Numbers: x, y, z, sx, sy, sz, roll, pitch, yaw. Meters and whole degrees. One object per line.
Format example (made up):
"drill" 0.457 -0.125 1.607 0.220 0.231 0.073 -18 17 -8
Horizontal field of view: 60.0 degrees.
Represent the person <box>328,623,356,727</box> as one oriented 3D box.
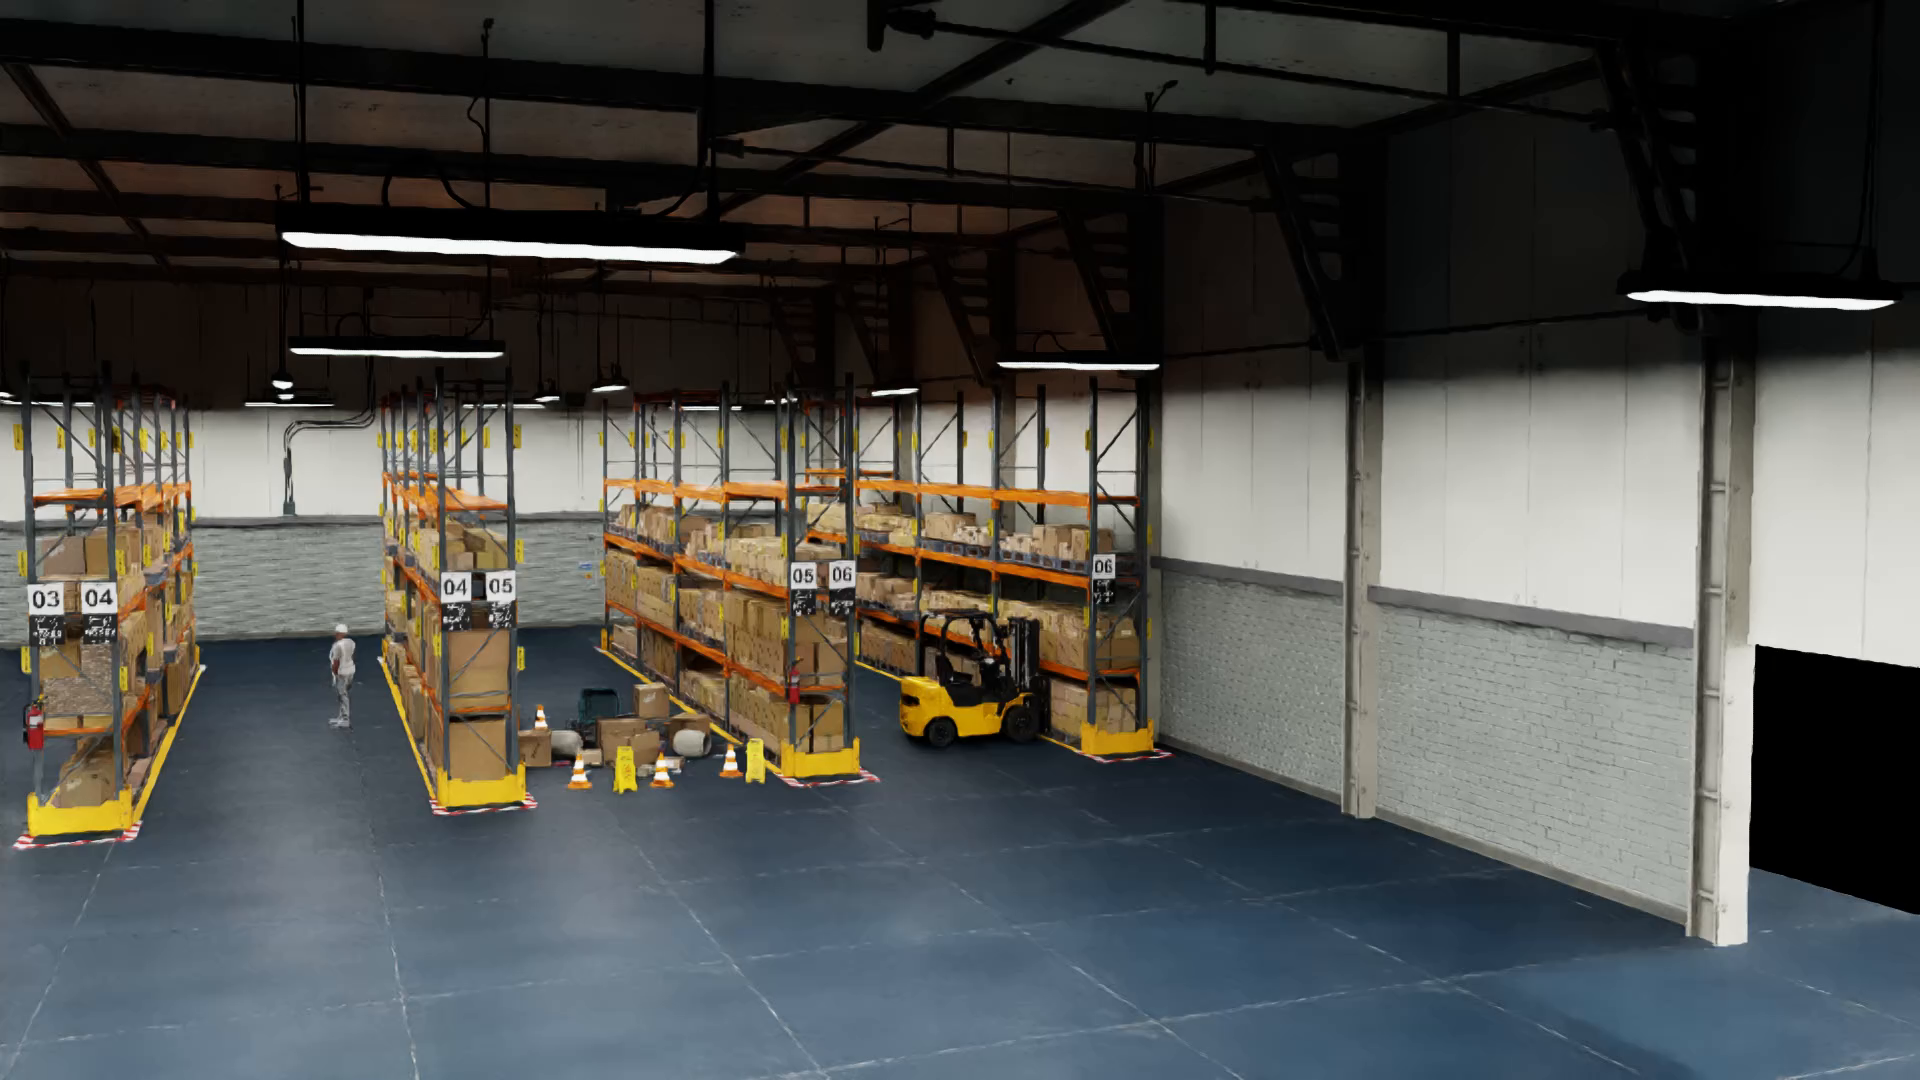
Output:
"person" -10.836 2.348 29.031 0.493 1.785 0.616 1 3 8
